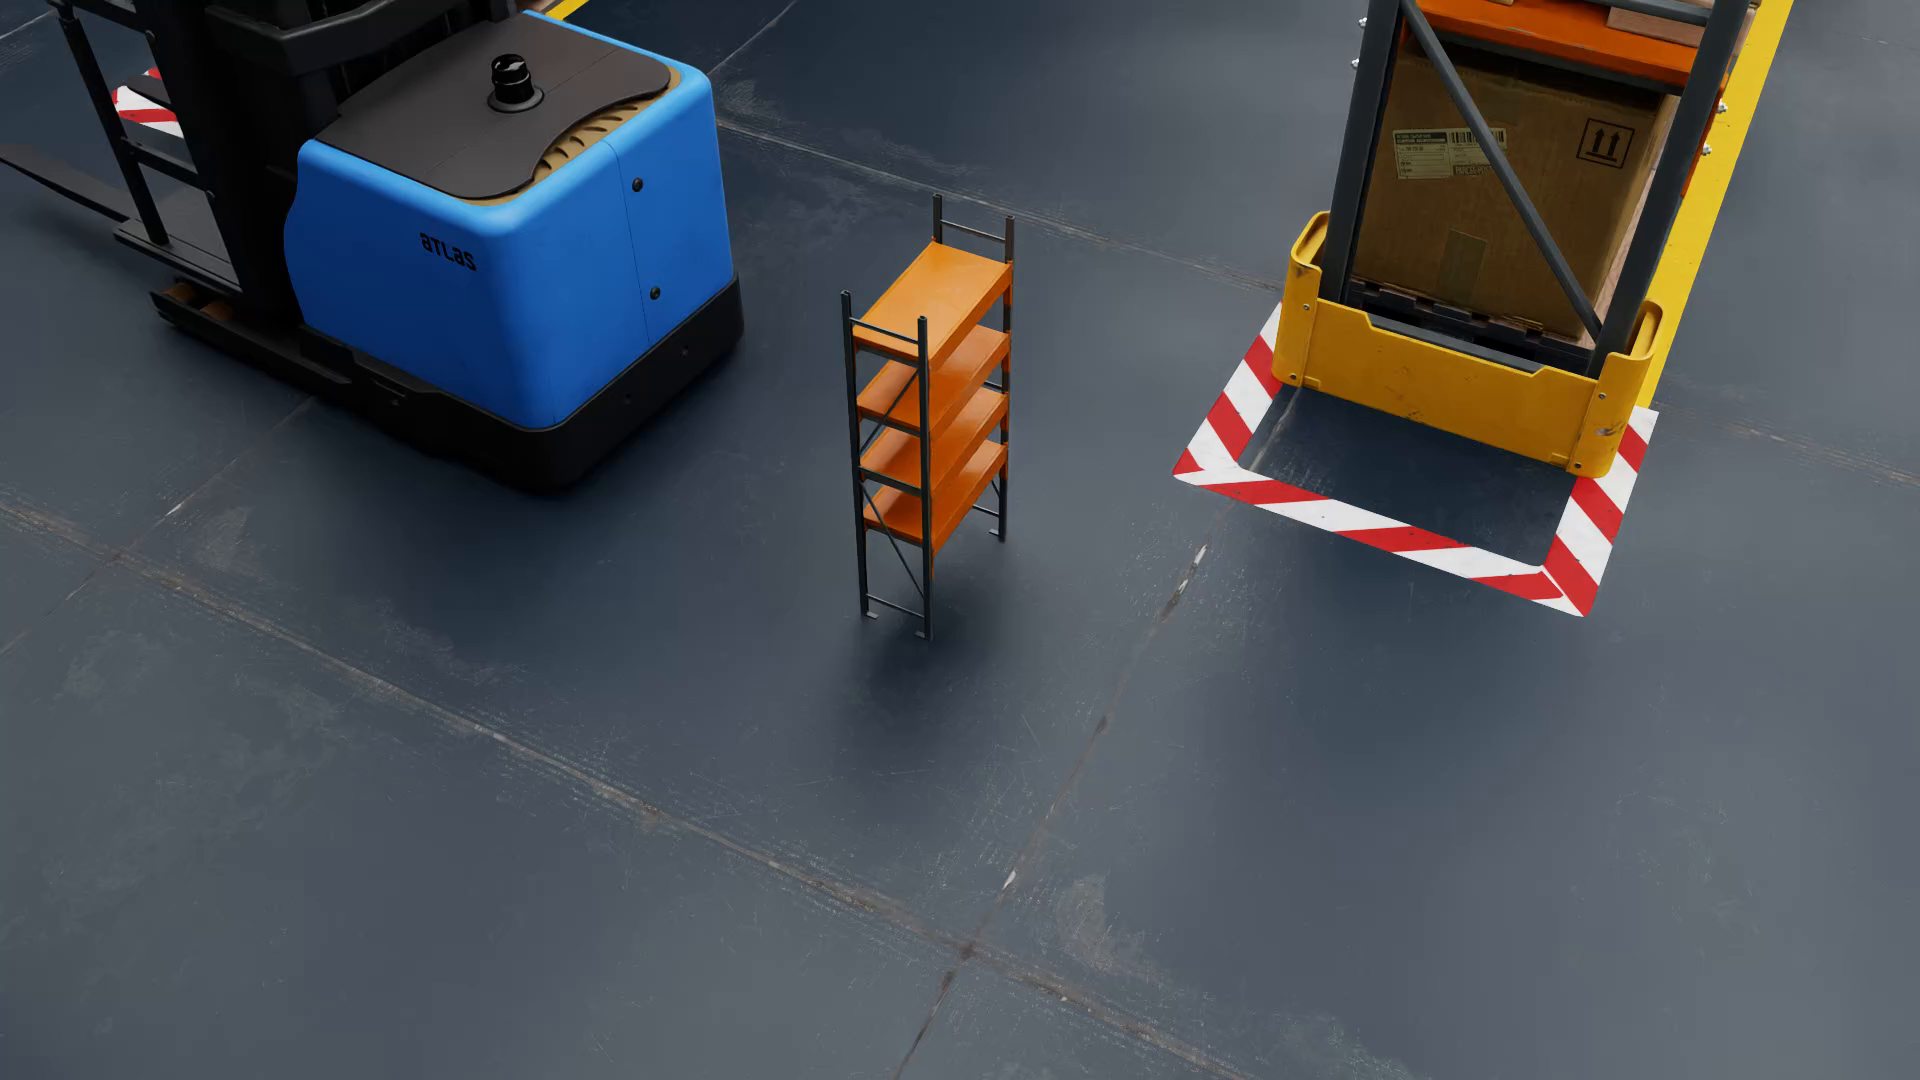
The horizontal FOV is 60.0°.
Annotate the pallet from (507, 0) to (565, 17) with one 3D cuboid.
[{"bbox_3d":[-2.226,-2.824,7.892,1.003,0.211,1.213,20,49,19],"label":"pallet"}]

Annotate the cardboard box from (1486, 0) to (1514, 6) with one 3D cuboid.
[{"bbox_3d":[1.551,-1.799,5.096,0.380,0.149,0.250,21,49,20],"label":"cardboard box"}]

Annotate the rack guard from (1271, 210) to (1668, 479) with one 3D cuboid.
[{"bbox_3d":[1.666,-0.661,5.552,1.175,0.500,0.348,20,49,19],"label":"rack guard"}]

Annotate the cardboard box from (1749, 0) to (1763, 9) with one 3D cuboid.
[{"bbox_3d":[2.139,-1.820,4.836,0.500,0.250,0.500,19,48,18],"label":"cardboard box"}]

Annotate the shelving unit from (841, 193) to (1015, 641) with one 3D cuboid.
[{"bbox_3d":[-0.077,-0.317,4.720,0.258,1.200,0.503,20,49,19],"label":"shelving unit"}]

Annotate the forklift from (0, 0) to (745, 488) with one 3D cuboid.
[{"bbox_3d":[-2.283,-2.007,5.173,3.031,2.935,1.130,24,50,22],"label":"forklift"}]

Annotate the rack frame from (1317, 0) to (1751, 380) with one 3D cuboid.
[{"bbox_3d":[1.677,-1.555,4.677,1.000,3.000,0.127,20,49,19],"label":"rack frame"}]

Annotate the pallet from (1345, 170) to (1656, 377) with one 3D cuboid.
[{"bbox_3d":[1.979,-1.104,6.193,1.003,0.211,1.213,20,49,19],"label":"pallet"}]

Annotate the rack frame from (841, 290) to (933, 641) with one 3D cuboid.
[{"bbox_3d":[-0.190,-0.164,4.568,0.240,1.200,0.015,20,49,19],"label":"rack frame"}]

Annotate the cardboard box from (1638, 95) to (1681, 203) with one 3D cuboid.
[{"bbox_3d":[2.326,-1.958,6.275,0.875,0.875,0.875,20,49,19],"label":"cardboard box"}]

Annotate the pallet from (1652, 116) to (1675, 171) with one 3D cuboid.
[{"bbox_3d":[2.546,-1.870,6.949,1.003,0.211,1.213,20,49,19],"label":"pallet"}]

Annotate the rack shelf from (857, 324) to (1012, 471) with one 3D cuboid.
[{"bbox_3d":[-0.077,-0.427,4.609,0.258,0.148,0.480,20,49,19],"label":"rack shelf"}]

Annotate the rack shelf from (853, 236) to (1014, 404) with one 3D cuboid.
[{"bbox_3d":[-0.077,-0.594,4.441,0.258,0.148,0.480,20,49,19],"label":"rack shelf"}]

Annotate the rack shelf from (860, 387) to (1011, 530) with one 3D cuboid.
[{"bbox_3d":[-0.077,-0.270,4.768,0.258,0.148,0.480,20,49,19],"label":"rack shelf"}]

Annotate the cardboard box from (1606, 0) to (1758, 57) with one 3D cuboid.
[{"bbox_3d":[2.134,-1.581,4.880,0.380,0.149,0.250,21,49,19],"label":"cardboard box"}]

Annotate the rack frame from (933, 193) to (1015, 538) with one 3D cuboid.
[{"bbox_3d":[0.036,-0.471,4.872,0.240,1.200,0.015,20,49,19],"label":"rack frame"}]

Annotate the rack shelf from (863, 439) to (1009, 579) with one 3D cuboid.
[{"bbox_3d":[-0.077,-0.131,4.909,0.258,0.148,0.480,20,49,19],"label":"rack shelf"}]

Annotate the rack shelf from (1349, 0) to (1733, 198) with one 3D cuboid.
[{"bbox_3d":[2.605,-2.562,6.179,1.077,0.370,4.000,20,49,19],"label":"rack shelf"}]

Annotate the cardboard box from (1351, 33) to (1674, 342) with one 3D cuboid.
[{"bbox_3d":[1.903,-1.385,5.708,0.875,0.875,0.875,20,49,19],"label":"cardboard box"}]
